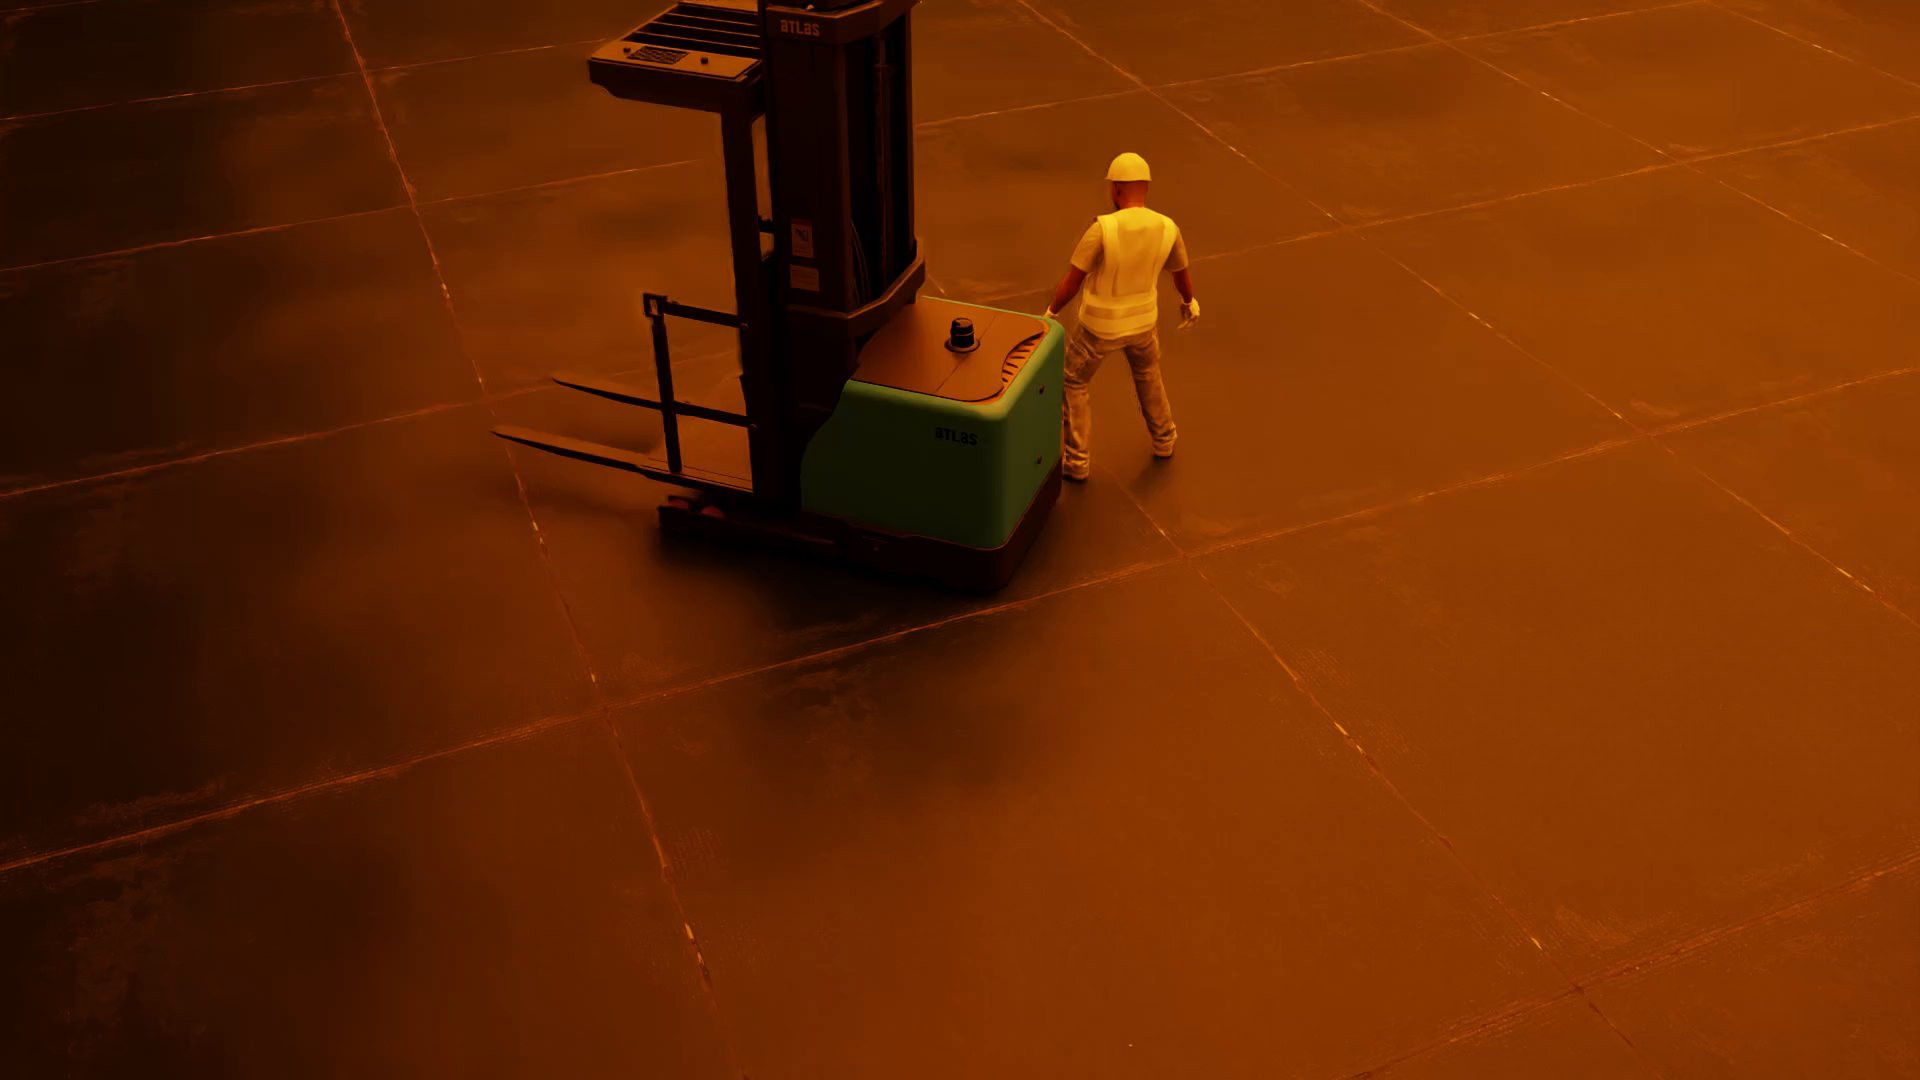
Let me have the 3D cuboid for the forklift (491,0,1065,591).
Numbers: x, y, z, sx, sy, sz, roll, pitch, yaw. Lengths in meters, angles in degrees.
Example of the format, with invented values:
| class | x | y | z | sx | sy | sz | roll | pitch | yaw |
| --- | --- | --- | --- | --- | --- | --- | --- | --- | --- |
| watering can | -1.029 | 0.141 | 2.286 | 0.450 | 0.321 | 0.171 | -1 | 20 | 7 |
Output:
| class | x | y | z | sx | sy | sz | roll | pitch | yaw |
| --- | --- | --- | --- | --- | --- | --- | --- | --- | --- |
| forklift | -1.030 | -1.472 | 8.169 | 3.031 | 2.935 | 1.130 | 13 | 37 | 17 |

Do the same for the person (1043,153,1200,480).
| class | x | y | z | sx | sy | sz | roll | pitch | yaw |
| --- | --- | --- | --- | --- | --- | --- | --- | --- | --- |
| person | 0.839 | -1.191 | 8.828 | 0.975 | 1.733 | 0.443 | -14 | 38 | -19 |
